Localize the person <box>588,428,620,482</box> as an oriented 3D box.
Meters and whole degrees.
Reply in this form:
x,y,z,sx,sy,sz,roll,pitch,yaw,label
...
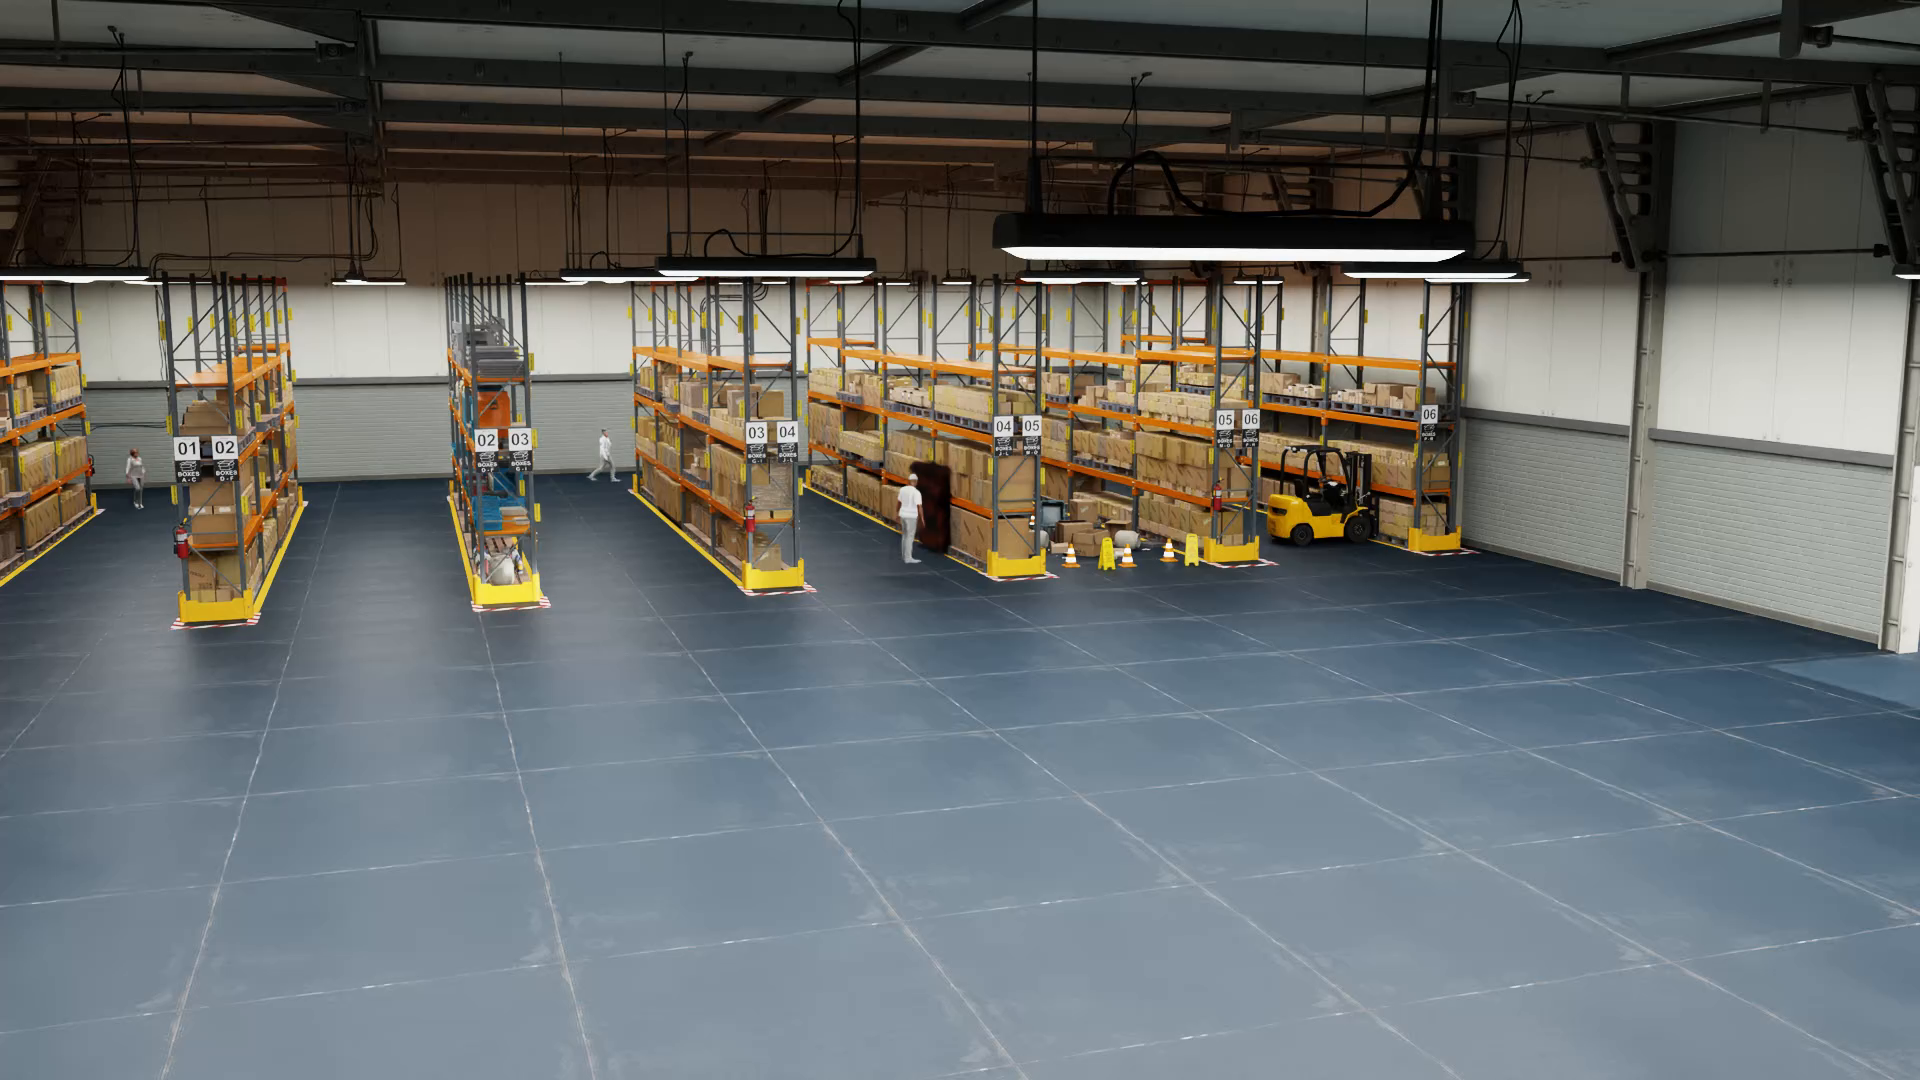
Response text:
x,y,z,sx,sy,sz,roll,pitch,yaw,label
-10.552,-2.514,49.249,0.916,1.615,0.543,-1,9,-5,person

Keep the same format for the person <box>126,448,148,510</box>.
x,y,z,sx,sy,sz,roll,pitch,yaw,label
-21.416,-1.594,43.280,0.488,1.604,0.483,6,10,33,person

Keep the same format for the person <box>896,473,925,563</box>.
x,y,z,sx,sy,sz,roll,pitch,yaw,label
-0.998,-0.416,33.143,0.485,1.815,0.706,-6,10,-33,person
